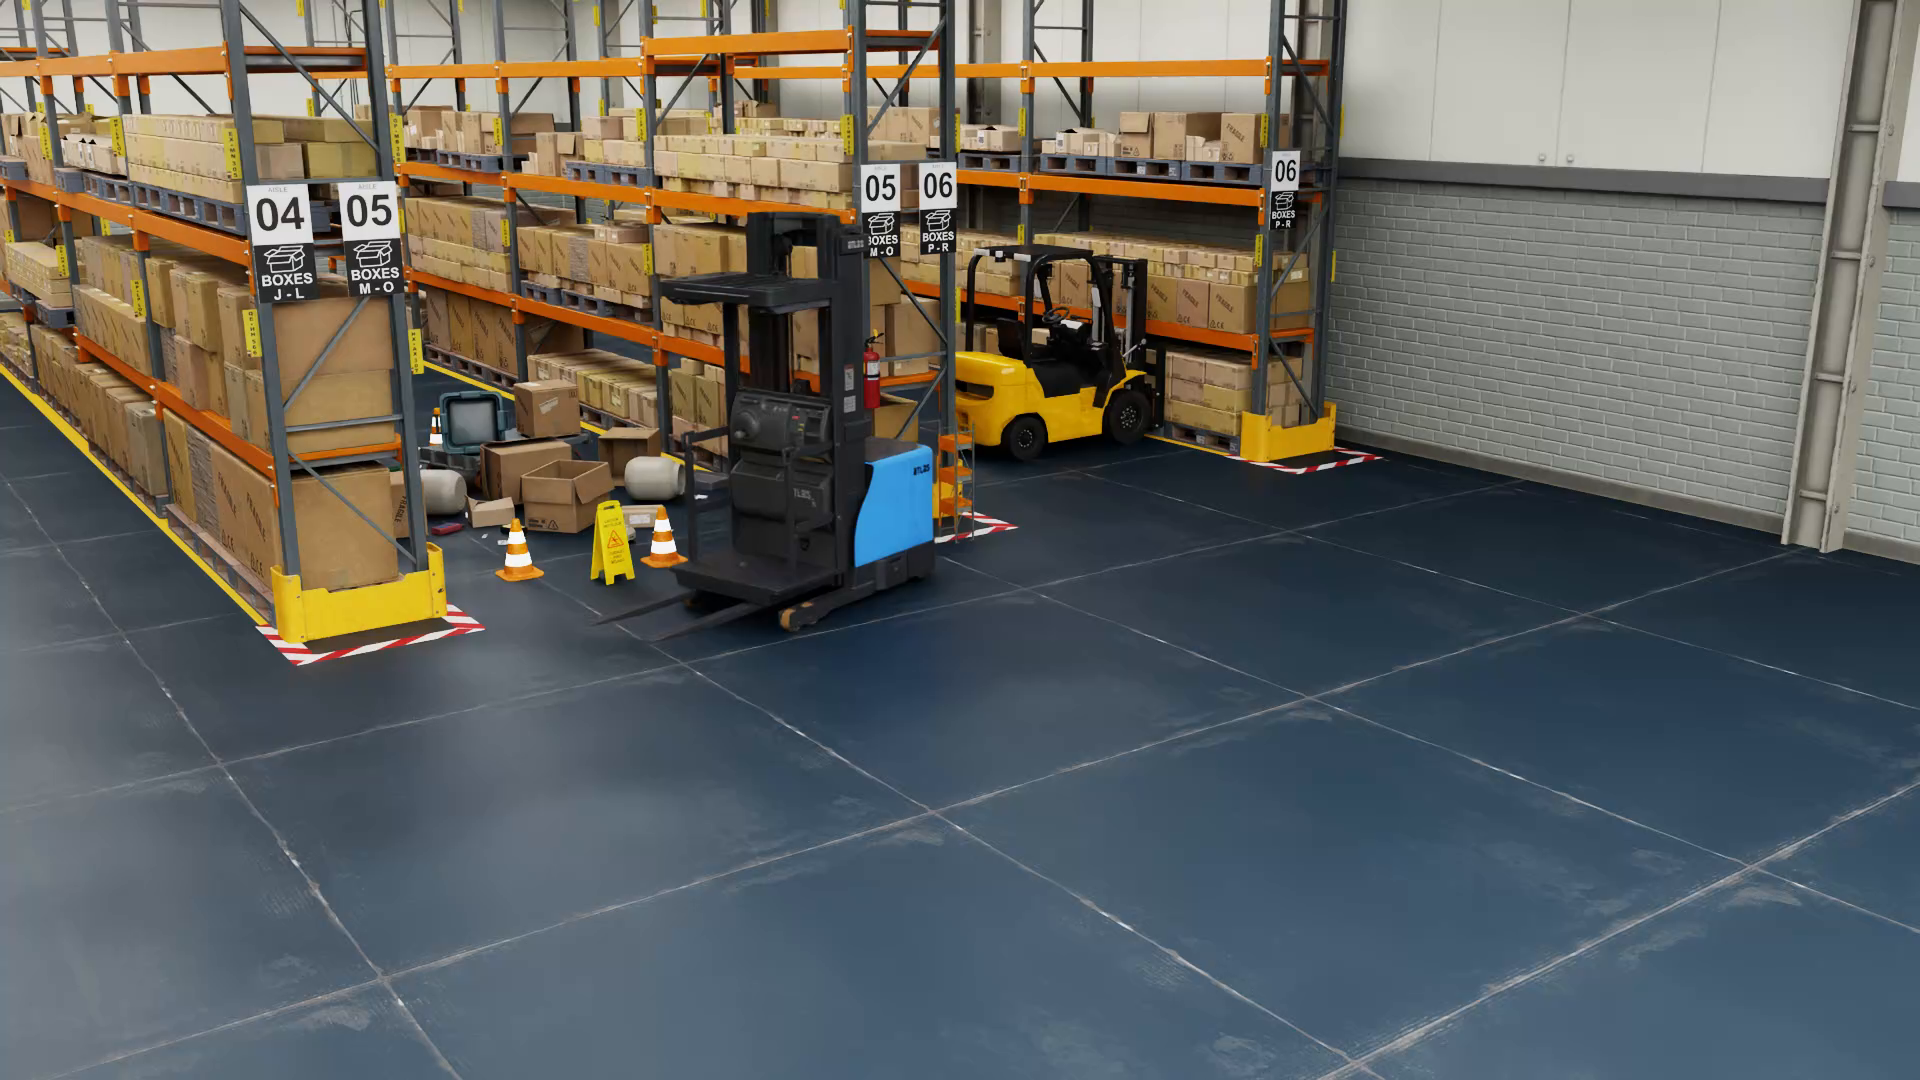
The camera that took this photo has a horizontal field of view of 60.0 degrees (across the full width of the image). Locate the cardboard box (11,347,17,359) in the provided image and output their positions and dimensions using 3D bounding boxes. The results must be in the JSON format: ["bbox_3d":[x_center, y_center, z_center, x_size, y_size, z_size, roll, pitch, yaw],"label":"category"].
[{"bbox_3d":[-12.862,-2.587,22.950,0.380,0.149,0.250,-11,19,-35],"label":"cardboard box"}]

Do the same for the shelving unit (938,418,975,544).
[{"bbox_3d":[-0.031,-0.518,14.479,0.215,1.050,0.252,-11,19,-35],"label":"shelving unit"}]

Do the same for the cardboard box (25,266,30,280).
[{"bbox_3d":[-10.699,-3.131,19.449,0.380,0.149,0.250,-11,19,-36],"label":"cardboard box"}]

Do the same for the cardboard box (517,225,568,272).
[{"bbox_3d":[-5.106,-3.593,20.473,0.500,0.500,0.500,-12,19,-36],"label":"cardboard box"}]

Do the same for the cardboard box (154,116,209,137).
[{"bbox_3d":[-6.088,-3.246,13.051,0.380,0.149,0.250,-11,19,-35],"label":"cardboard box"}]

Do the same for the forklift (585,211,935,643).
[{"bbox_3d":[-1.469,-0.888,12.268,1.130,2.935,3.031,11,19,34],"label":"forklift"}]

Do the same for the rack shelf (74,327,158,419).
[{"bbox_3d":[-7.952,-1.767,16.712,1.077,0.370,4.000,-11,19,-35],"label":"rack shelf"}]

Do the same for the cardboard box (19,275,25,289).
[{"bbox_3d":[-11.012,-3.100,19.902,0.380,0.149,0.250,-12,19,-37],"label":"cardboard box"}]

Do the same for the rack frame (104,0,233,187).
[{"bbox_3d":[-6.776,-4.580,14.264,1.000,3.000,0.127,-11,19,-35],"label":"rack frame"}]

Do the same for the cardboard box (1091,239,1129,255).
[{"bbox_3d":[1.756,-3.421,19.412,0.380,0.149,0.250,-11,19,-35],"label":"cardboard box"}]

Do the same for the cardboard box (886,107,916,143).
[{"bbox_3d":[-0.564,-5.563,22.363,0.700,0.500,0.500,-11,19,-36],"label":"cardboard box"}]

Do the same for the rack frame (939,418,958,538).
[{"bbox_3d":[-0.103,-0.544,14.574,0.200,1.050,0.008,-11,19,-35],"label":"rack frame"}]

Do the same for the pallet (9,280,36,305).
[{"bbox_3d":[-11.148,-3.117,20.644,1.003,0.211,1.213,-11,19,-35],"label":"pallet"}]

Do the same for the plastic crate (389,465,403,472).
[{"bbox_3d":[-5.614,-0.524,16.027,0.450,0.188,0.662,-11,16,-3],"label":"plastic crate"}]

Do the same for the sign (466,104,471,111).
[{"bbox_3d":[-7.102,-6.119,23.993,0.100,0.325,0.005,-11,19,-35],"label":"sign"}]

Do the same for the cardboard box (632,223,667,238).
[{"bbox_3d":[-3.544,-3.555,19.106,0.380,0.149,0.250,-10,18,-31],"label":"cardboard box"}]

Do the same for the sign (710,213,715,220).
[{"bbox_3d":[-3.957,-5.288,26.574,0.100,0.325,0.005,-11,19,-35],"label":"sign"}]

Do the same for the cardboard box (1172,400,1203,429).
[{"bbox_3d":[2.717,-1.429,18.528,0.500,0.250,0.500,-11,19,-35],"label":"cardboard box"}]

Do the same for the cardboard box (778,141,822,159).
[{"bbox_3d":[-1.448,-3.587,15.284,0.380,0.149,0.250,-11,19,-35],"label":"cardboard box"}]

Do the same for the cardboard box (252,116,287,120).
[{"bbox_3d":[-5.410,-3.295,13.230,0.380,0.149,0.250,-11,19,-34],"label":"cardboard box"}]

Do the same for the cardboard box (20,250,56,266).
[{"bbox_3d":[-10.859,-3.332,19.621,0.380,0.149,0.250,-10,18,-32],"label":"cardboard box"}]

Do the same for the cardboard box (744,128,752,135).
[{"bbox_3d":[-3.066,-6.189,25.316,0.380,0.149,0.250,-11,19,-35],"label":"cardboard box"}]

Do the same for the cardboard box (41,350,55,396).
[{"bbox_3d":[-10.947,-2.080,20.434,0.500,0.500,0.500,-10,18,-32],"label":"cardboard box"}]

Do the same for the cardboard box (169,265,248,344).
[{"bbox_3d":[-5.963,-1.960,13.724,0.875,0.550,0.550,-11,19,-35],"label":"cardboard box"}]

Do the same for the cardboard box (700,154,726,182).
[{"bbox_3d":[-2.199,-3.640,16.233,0.500,0.250,0.500,-11,19,-34],"label":"cardboard box"}]

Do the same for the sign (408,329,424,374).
[{"bbox_3d":[-3.972,-1.373,12.121,0.100,0.325,0.005,-11,19,-35],"label":"sign"}]

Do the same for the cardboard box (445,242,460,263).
[{"bbox_3d":[-6.601,-3.889,22.441,0.500,0.250,0.500,-12,19,-36],"label":"cardboard box"}]

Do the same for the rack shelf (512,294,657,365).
[{"bbox_3d":[-4.007,-2.557,19.598,1.077,0.370,4.000,-11,19,-35],"label":"rack shelf"}]

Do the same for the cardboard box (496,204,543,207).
[{"bbox_3d":[-5.867,-4.222,22.235,0.500,0.500,0.500,-10,18,-33],"label":"cardboard box"}]

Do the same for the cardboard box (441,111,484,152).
[{"bbox_3d":[-6.454,-5.360,21.809,0.500,0.500,0.500,-11,19,-34],"label":"cardboard box"}]

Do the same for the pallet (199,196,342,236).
[{"bbox_3d":[-4.869,-2.393,12.124,1.003,0.211,1.213,-11,19,-35],"label":"pallet"}]

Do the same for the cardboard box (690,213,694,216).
[{"bbox_3d":[-4.492,-5.496,28.695,0.500,0.250,0.500,-11,19,-35],"label":"cardboard box"}]

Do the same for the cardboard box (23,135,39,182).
[{"bbox_3d":[-10.264,-4.330,18.844,0.500,0.500,0.500,-11,19,-35],"label":"cardboard box"}]

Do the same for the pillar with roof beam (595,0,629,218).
[{"bbox_3d":[-10.213,-8.751,29.504,9.100,9.000,0.400,-11,19,-35],"label":"pillar with roof beam"}]

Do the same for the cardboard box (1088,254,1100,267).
[{"bbox_3d":[1.723,-3.273,19.435,0.380,0.149,0.250,-11,19,-35],"label":"cardboard box"}]

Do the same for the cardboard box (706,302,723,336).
[{"bbox_3d":[-2.200,-2.318,16.611,0.500,0.500,0.500,-11,19,-35],"label":"cardboard box"}]

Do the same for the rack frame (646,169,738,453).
[{"bbox_3d":[-2.831,-2.477,17.942,1.000,3.000,0.127,-11,19,-35],"label":"rack frame"}]

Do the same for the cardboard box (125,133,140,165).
[{"bbox_3d":[-6.715,-3.307,14.032,0.500,0.250,0.500,-11,19,-34],"label":"cardboard box"}]

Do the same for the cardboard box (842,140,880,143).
[{"bbox_3d":[-0.869,-3.620,15.402,0.380,0.149,0.250,-11,19,-35],"label":"cardboard box"}]

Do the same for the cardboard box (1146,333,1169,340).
[{"bbox_3d":[2.224,-2.315,19.873,0.500,0.250,0.500,-11,19,-34],"label":"cardboard box"}]

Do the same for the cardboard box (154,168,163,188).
[{"bbox_3d":[-6.237,-2.916,13.355,0.380,0.149,0.250,-11,19,-35],"label":"cardboard box"}]

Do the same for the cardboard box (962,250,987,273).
[{"bbox_3d":[0.378,-3.590,21.349,0.500,0.250,0.500,-11,19,-36],"label":"cardboard box"}]

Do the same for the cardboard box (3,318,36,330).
[{"bbox_3d":[-13.282,-3.045,23.497,0.380,0.149,0.250,-12,19,-37],"label":"cardboard box"}]

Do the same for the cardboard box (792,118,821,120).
[{"bbox_3d":[-2.324,-6.305,25.176,0.380,0.149,0.250,-10,18,-33],"label":"cardboard box"}]

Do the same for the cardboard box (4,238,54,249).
[{"bbox_3d":[-11.993,-3.646,21.463,0.500,0.500,0.500,-11,19,-34],"label":"cardboard box"}]

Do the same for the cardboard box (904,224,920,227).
[{"bbox_3d":[-0.571,-4.386,23.502,0.380,0.149,0.250,-10,18,-33],"label":"cardboard box"}]

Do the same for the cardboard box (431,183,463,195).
[{"bbox_3d":[-7.511,-5.136,24.347,0.380,0.149,0.250,-11,19,-35],"label":"cardboard box"}]

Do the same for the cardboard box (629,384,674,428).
[{"bbox_3d":[-3.142,-1.523,18.642,0.950,0.372,0.625,-11,19,-34],"label":"cardboard box"}]

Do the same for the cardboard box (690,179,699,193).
[{"bbox_3d":[-2.503,-3.597,16.831,0.380,0.149,0.250,-11,19,-34],"label":"cardboard box"}]

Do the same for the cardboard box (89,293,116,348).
[{"bbox_3d":[-8.485,-2.235,16.872,0.500,0.500,0.500,-11,19,-35],"label":"cardboard box"}]

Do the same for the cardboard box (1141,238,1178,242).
[{"bbox_3d":[2.340,-3.453,19.527,0.380,0.149,0.250,-11,19,-35],"label":"cardboard box"}]

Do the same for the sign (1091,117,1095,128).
[{"bbox_3d":[1.629,-5.069,20.602,0.100,0.325,0.005,-11,19,-35],"label":"sign"}]

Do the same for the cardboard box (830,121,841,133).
[{"bbox_3d":[-1.612,-5.840,23.513,0.380,0.149,0.250,-10,18,-33],"label":"cardboard box"}]
